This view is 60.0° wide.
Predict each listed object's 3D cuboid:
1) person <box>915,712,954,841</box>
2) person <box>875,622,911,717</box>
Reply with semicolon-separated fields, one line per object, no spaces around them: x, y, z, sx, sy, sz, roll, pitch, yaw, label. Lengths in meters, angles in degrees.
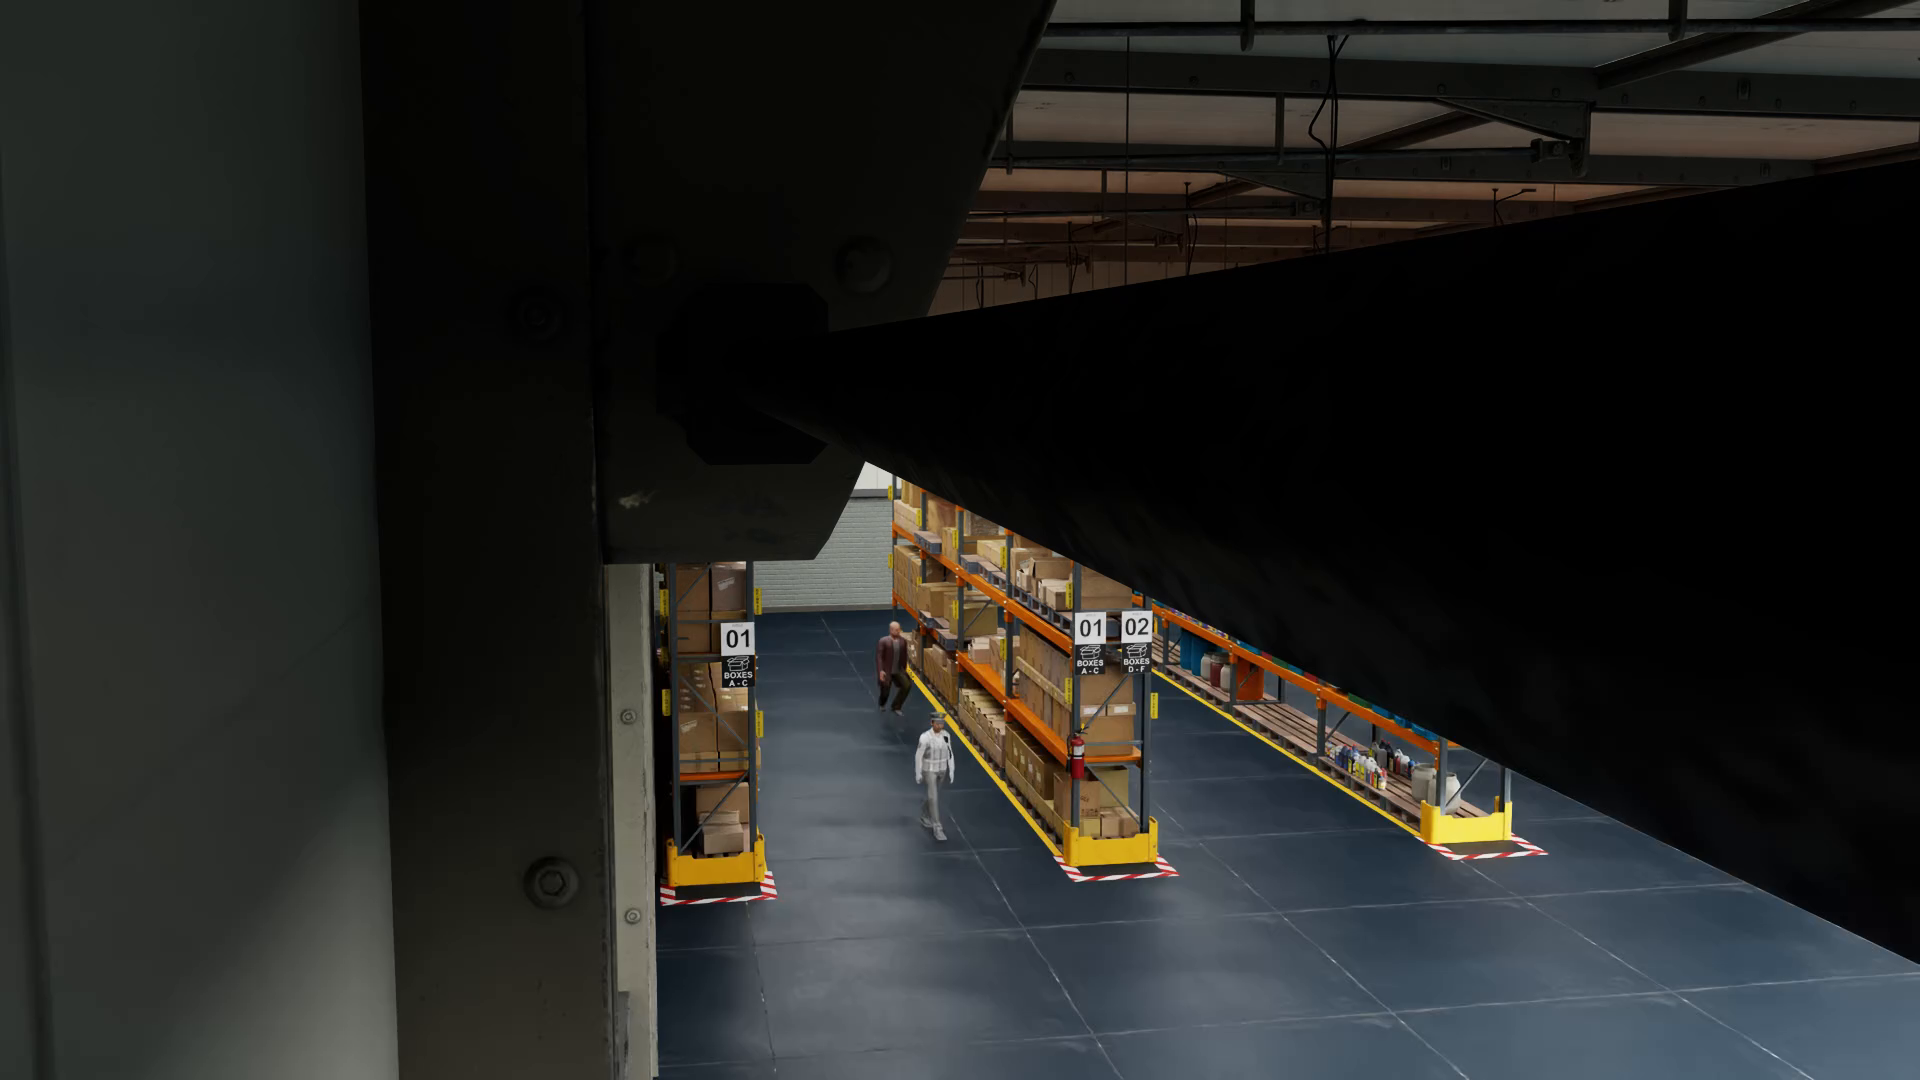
-0.307;3.099;22.221;0.504;1.628;0.889;-5;8;-37;person
-1.162;2.202;28.652;0.667;1.577;0.847;-3;7;-28;person
